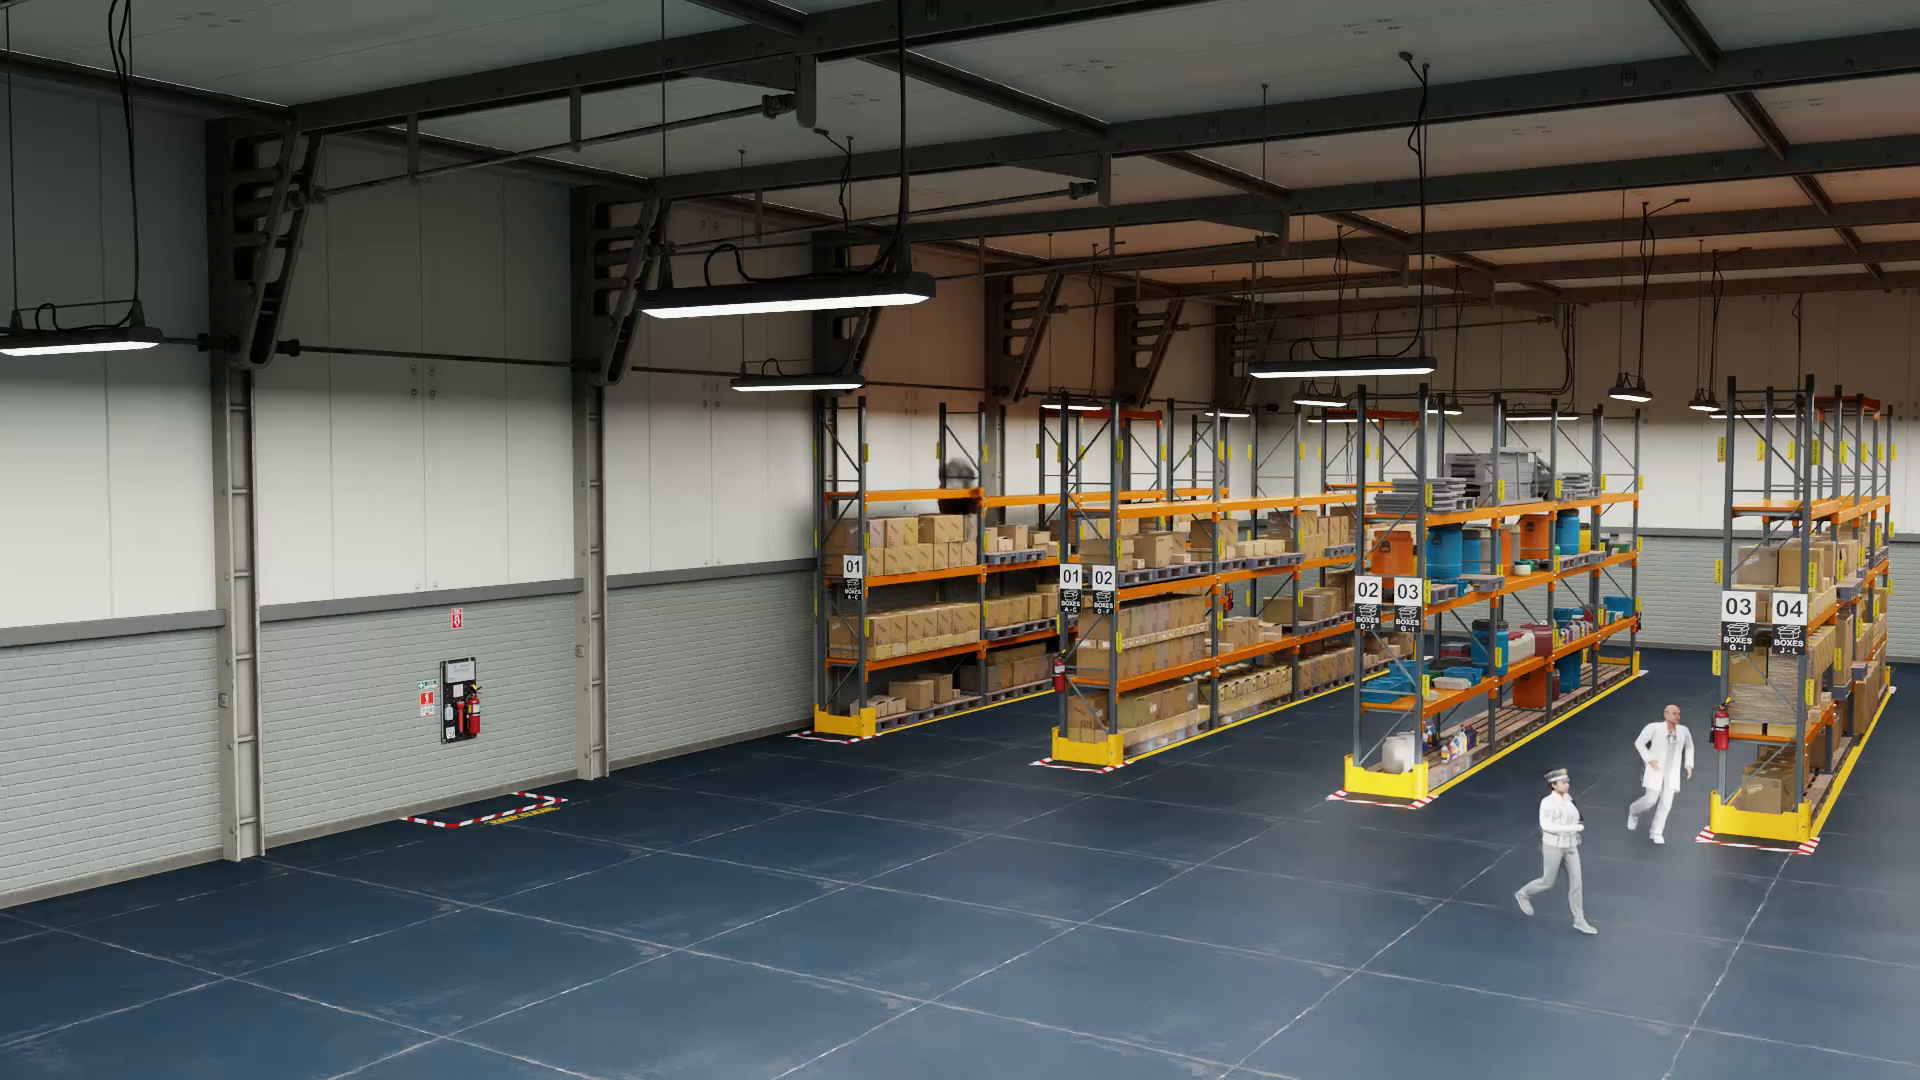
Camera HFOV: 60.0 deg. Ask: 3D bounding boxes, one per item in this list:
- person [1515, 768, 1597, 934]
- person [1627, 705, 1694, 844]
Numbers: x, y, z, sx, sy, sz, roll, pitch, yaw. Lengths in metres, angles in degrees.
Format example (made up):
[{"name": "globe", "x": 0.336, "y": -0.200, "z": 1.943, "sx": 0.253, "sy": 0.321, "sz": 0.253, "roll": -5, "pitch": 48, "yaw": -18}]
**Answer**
[{"name": "person", "x": 6.292, "y": 3.221, "z": 17.481, "sx": 0.615, "sy": 1.674, "sz": 0.928, "roll": -2, "pitch": 4, "yaw": -32}, {"name": "person", "x": 9.155, "y": 3.001, "z": 21.568, "sx": 0.764, "sy": 1.738, "sz": 0.832, "roll": 0, "pitch": 3, "yaw": 1}]
